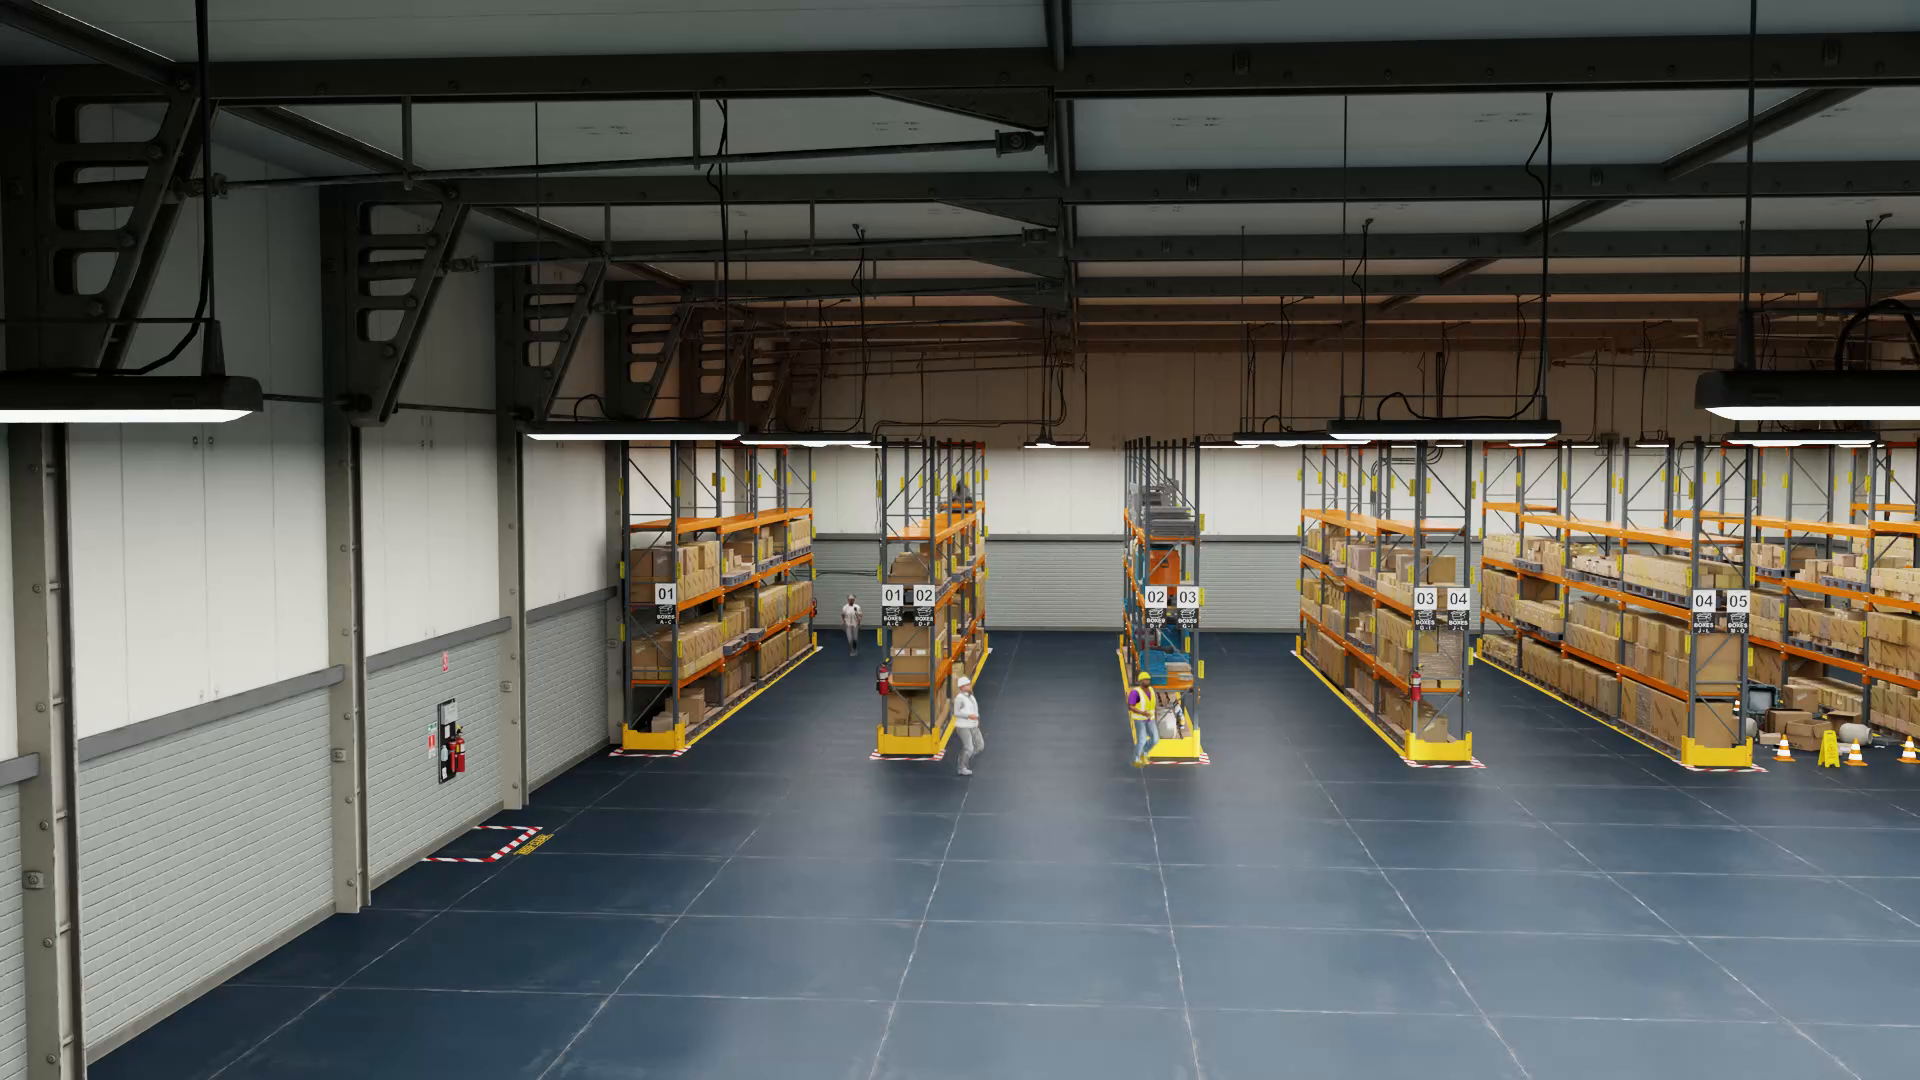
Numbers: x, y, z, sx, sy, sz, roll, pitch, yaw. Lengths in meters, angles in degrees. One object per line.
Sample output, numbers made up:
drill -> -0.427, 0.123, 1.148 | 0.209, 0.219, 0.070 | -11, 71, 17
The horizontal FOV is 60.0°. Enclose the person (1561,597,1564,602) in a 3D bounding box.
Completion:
person -> 16.564, 2.414, 45.703 | 0.681, 1.734, 0.591 | 0, 3, 0

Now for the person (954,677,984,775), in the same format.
person -> 0.182, 3.279, 29.338 | 0.570, 1.726, 0.650 | 2, 4, 34

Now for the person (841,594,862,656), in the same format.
person -> -2.878, 2.271, 44.133 | 0.555, 1.651, 0.492 | 0, 3, -1

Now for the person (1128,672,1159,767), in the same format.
person -> 3.365, 3.242, 30.000 | 0.728, 1.732, 0.608 | -2, 4, -33

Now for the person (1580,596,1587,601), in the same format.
person -> 18.104, 2.403, 47.499 | 0.849, 1.613, 0.563 | 0, 3, 1
